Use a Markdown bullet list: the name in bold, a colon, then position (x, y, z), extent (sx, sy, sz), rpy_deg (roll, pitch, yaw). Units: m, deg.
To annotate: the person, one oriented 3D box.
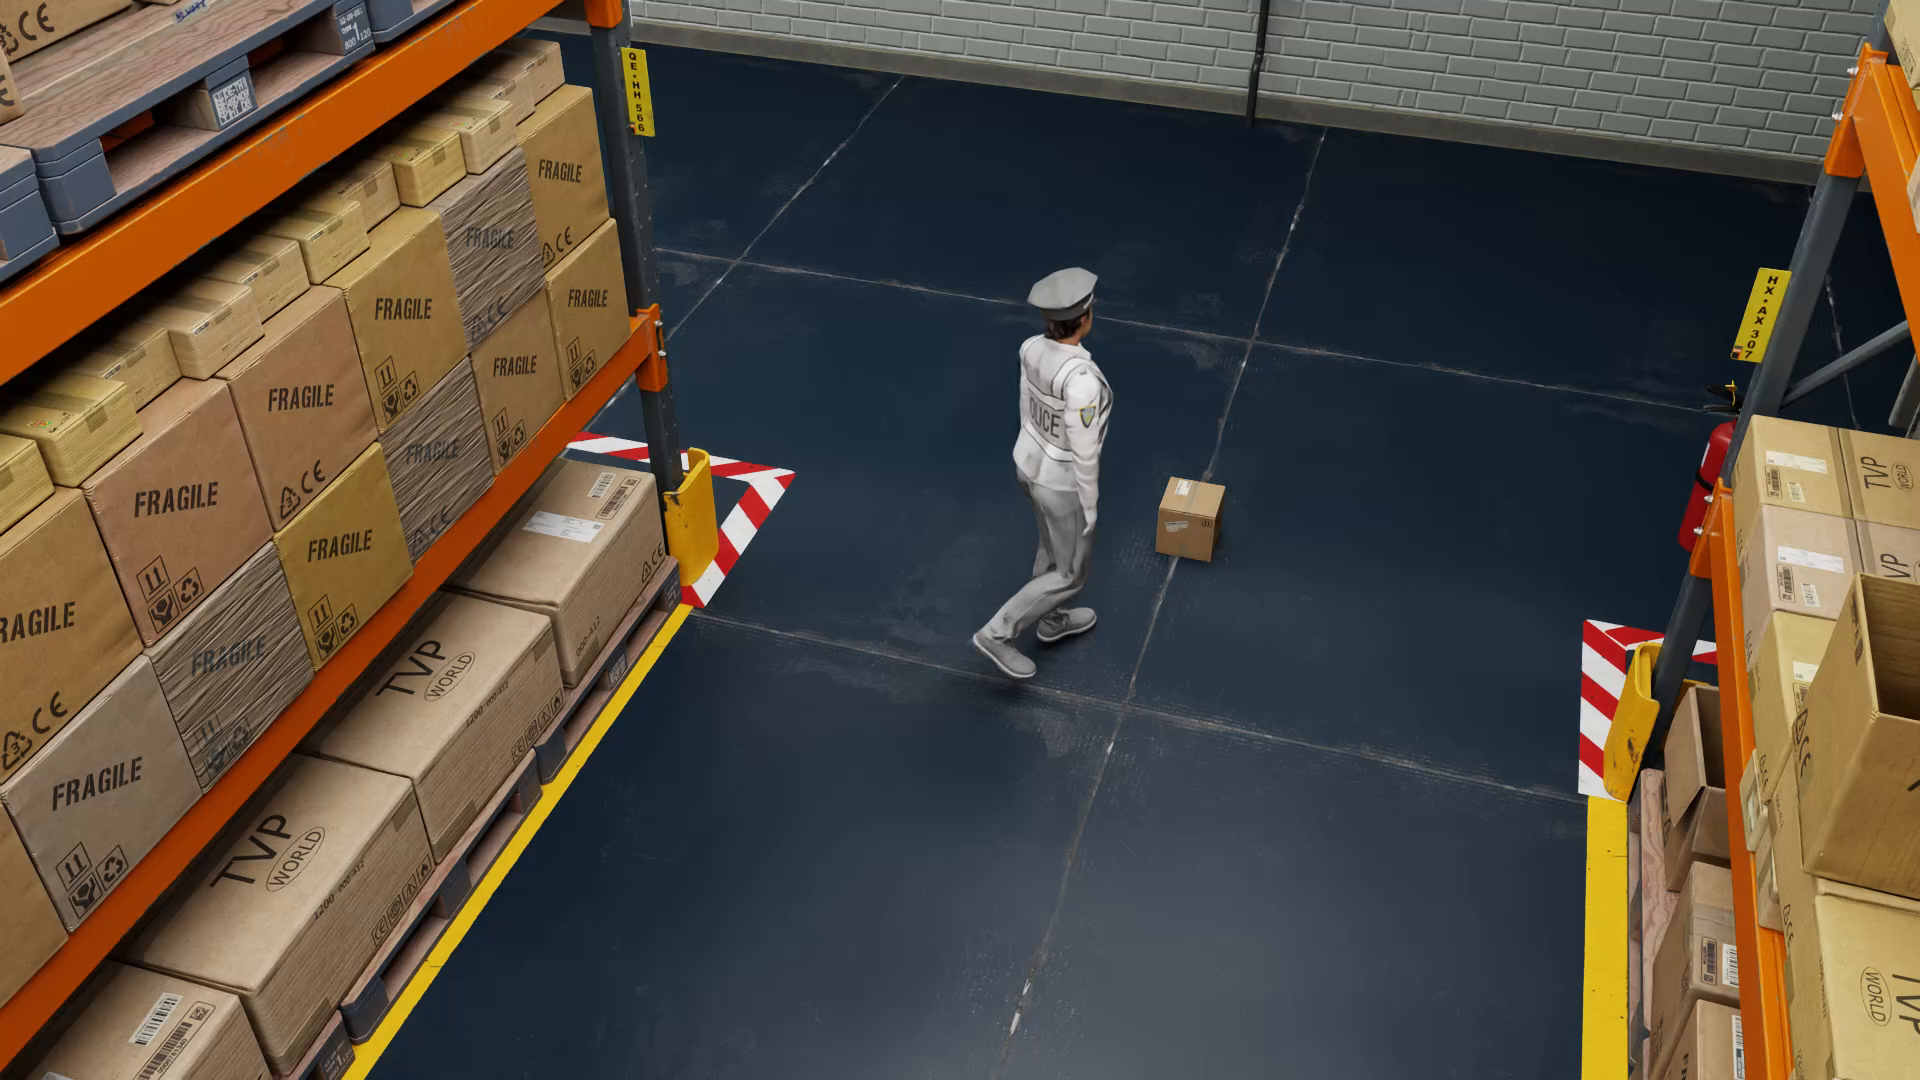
- **person**: position (0.307, -0.216, 6.410), extent (0.635, 1.662, 0.502), rpy_deg (-14, 40, -18)
